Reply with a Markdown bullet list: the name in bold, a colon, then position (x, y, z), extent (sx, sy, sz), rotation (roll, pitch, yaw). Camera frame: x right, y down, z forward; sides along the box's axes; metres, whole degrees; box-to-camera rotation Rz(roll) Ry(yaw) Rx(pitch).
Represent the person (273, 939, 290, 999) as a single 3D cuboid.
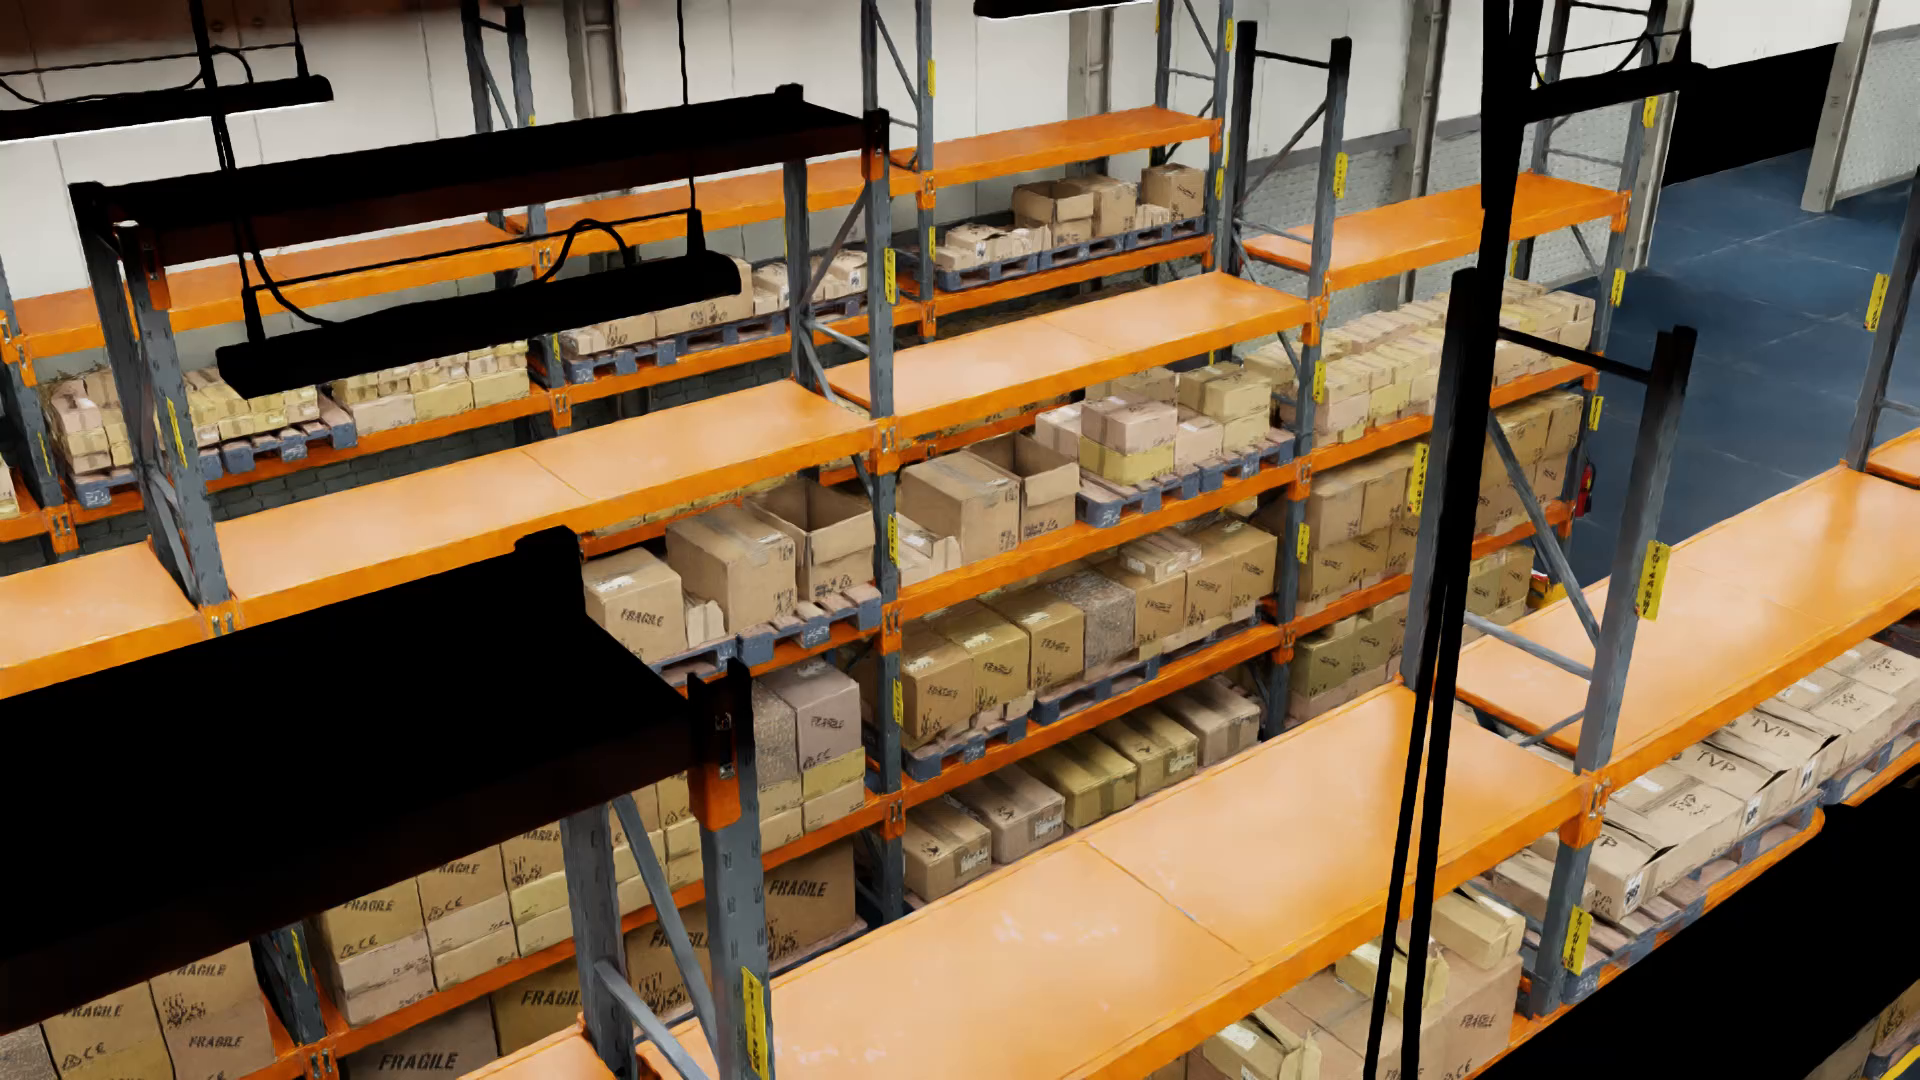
- **person**: position (-4.743, 2.512, 11.079), extent (0.414, 1.675, 0.517), rotation (11, 28, 21)
